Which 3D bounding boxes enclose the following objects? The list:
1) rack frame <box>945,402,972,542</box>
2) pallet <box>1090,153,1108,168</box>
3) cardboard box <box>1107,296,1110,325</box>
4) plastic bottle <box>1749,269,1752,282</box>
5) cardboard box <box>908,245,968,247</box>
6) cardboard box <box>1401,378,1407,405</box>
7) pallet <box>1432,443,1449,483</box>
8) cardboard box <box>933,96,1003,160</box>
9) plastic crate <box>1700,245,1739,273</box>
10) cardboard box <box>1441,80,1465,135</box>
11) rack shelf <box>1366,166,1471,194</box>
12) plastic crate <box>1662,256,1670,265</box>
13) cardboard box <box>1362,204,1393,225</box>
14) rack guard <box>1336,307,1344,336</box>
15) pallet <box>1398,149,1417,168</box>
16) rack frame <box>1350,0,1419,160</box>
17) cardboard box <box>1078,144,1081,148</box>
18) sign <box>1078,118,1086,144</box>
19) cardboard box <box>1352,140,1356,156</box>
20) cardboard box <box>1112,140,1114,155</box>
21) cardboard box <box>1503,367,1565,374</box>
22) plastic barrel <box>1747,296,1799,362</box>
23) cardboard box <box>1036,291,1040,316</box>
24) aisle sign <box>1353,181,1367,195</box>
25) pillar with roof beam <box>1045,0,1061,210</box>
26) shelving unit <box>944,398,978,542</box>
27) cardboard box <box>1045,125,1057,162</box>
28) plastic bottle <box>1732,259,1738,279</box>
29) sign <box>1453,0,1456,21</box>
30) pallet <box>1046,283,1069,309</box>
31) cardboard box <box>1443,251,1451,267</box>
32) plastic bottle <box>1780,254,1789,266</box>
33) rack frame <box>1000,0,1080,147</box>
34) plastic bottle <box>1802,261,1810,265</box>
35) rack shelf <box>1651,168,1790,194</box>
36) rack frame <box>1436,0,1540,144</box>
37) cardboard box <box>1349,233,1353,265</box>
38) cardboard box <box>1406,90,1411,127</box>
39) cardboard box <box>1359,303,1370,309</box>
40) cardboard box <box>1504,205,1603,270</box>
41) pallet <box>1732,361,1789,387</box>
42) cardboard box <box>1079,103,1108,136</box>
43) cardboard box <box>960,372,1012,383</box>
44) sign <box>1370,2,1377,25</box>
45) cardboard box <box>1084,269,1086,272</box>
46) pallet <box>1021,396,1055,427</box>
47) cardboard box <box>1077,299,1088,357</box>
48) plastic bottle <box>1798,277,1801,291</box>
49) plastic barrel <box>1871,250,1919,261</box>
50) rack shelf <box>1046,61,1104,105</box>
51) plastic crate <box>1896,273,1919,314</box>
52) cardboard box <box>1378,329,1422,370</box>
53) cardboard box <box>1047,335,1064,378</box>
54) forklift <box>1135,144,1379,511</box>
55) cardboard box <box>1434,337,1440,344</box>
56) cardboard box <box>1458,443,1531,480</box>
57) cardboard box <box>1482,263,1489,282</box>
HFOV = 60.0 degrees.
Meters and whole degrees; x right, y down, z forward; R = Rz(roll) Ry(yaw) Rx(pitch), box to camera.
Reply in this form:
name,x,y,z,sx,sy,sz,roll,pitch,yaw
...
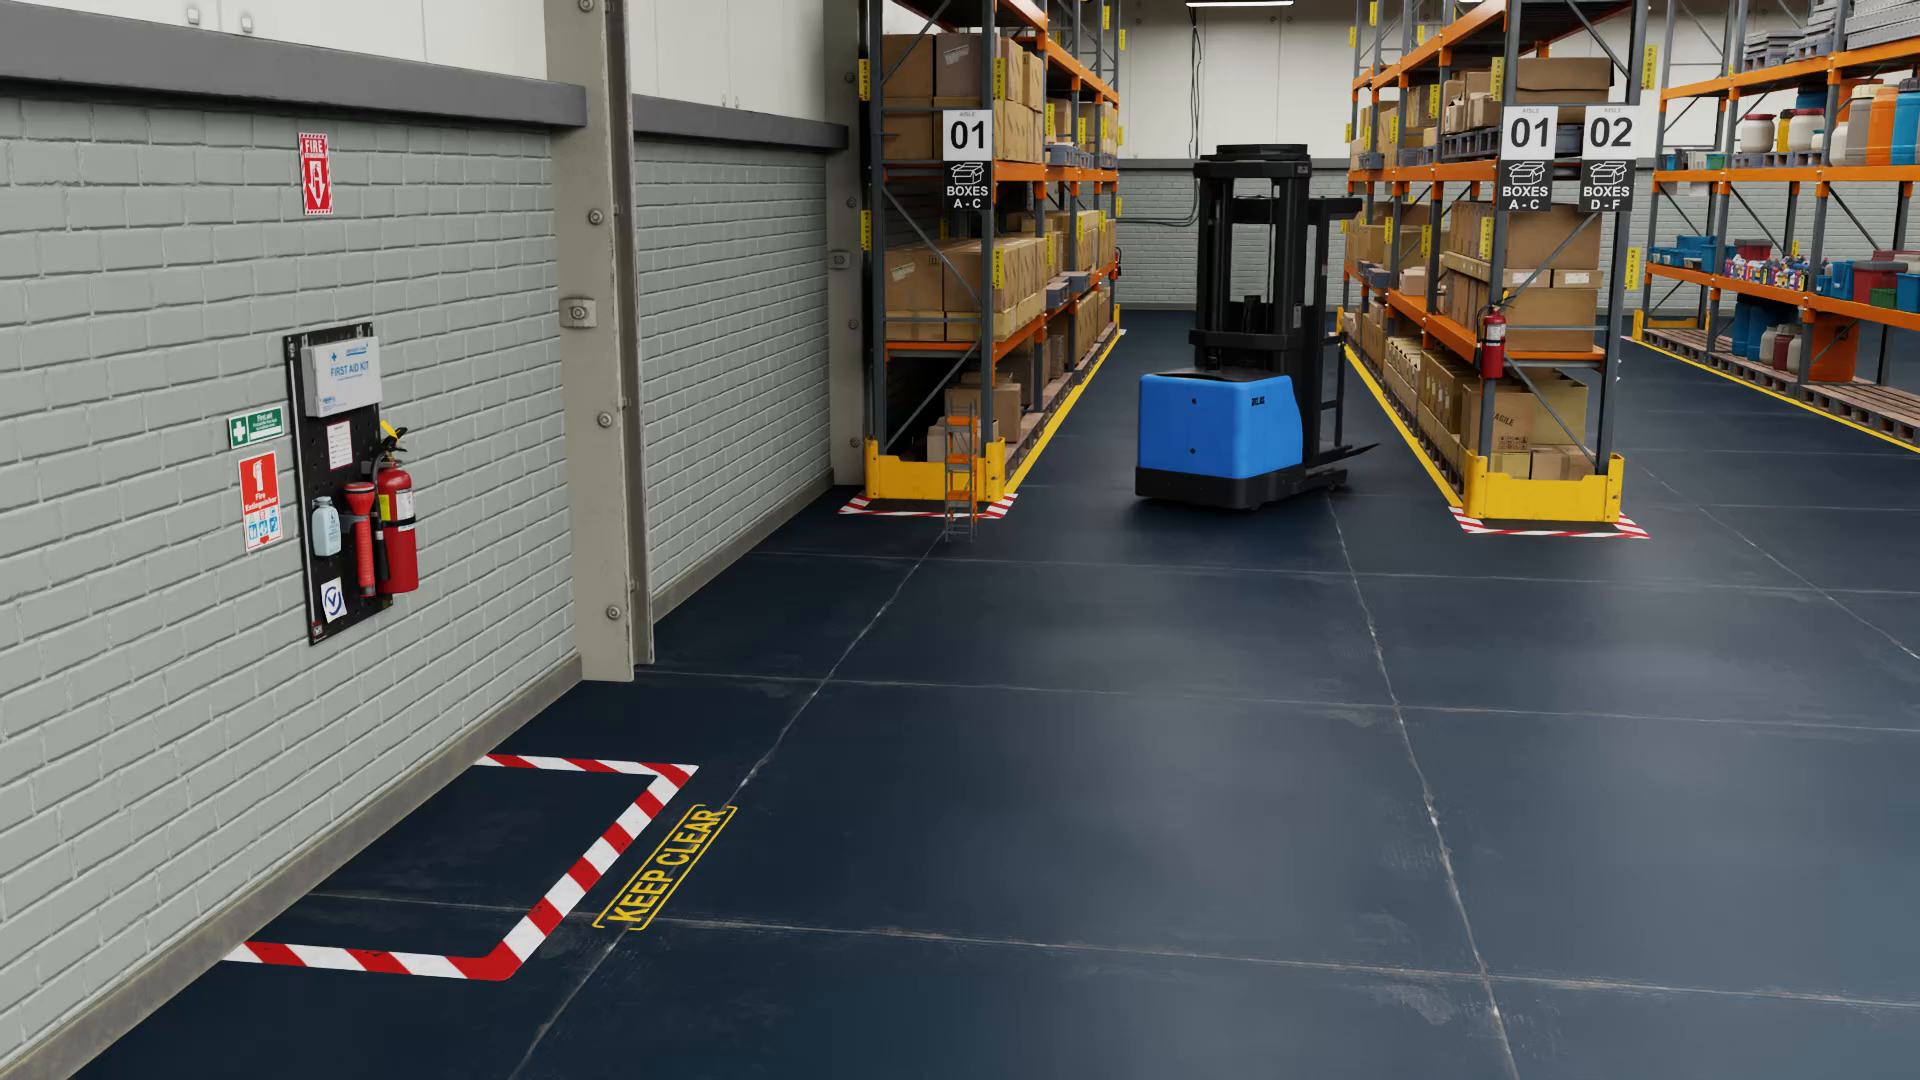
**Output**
name,x,y,z,sx,sy,sz,roll,pitch,yaw
rack frame,-0.011,-0.499,12.317,0.200,1.050,0.008,2,12,9
pallet,1.757,-5.915,25.912,1.003,0.211,1.213,2,12,9
cardboard box,2.227,-3.989,28.821,0.700,0.500,0.500,2,12,9
plastic bottle,10.775,-3.604,22.569,0.097,0.201,0.097,0,12,0
cardboard box,-0.200,-2.445,15.245,0.500,0.500,0.500,2,12,7
cardboard box,5.220,-1.666,18.633,0.500,0.250,0.500,2,12,10
pallet,4.936,-0.715,15.311,1.003,0.211,1.213,2,12,9
cardboard box,0.073,-3.411,13.795,0.500,0.500,0.500,2,12,10
plastic crate,11.144,-4.131,24.438,0.392,0.384,0.575,2,12,9
cardboard box,4.947,-4.190,16.129,0.500,0.500,0.500,3,13,13
rack shelf,6.208,-4.861,22.517,1.077,0.370,4.000,2,12,9
plastic crate,11.426,-4.488,26.684,0.250,0.136,0.298,2,12,9
cardboard box,6.338,-4.814,25.100,0.500,0.500,0.500,2,12,9
rack guard,7.119,-3.758,28.742,1.175,0.500,0.348,2,12,9
pallet,5.884,-4.560,19.860,1.213,0.211,1.003,2,12,11
rack frame,7.131,-7.928,27.920,1.000,3.000,0.127,2,12,9
cardboard box,1.355,-5.755,23.676,0.700,0.500,0.500,2,12,8
sign,1.541,-5.191,21.112,0.100,0.325,0.005,2,12,9
cardboard box,6.711,-6.430,27.260,0.500,0.250,0.500,2,12,9
cardboard box,2.306,-6.533,27.688,0.500,0.250,0.500,1,12,7
cardboard box,5.206,-1.309,15.197,0.500,0.500,0.500,2,12,9
plastic barrel,11.200,-2.921,22.910,0.600,0.901,0.708,2,12,9
cardboard box,0.532,-2.382,16.733,0.500,0.250,0.500,2,12,9
aisle sign,6.851,-6.290,28.388,0.394,0.787,0.004,2,12,9
pillar with roof beam,6.050,-8.538,30.752,9.100,9.000,0.400,2,12,9
shelving unit,0.008,-0.524,12.434,0.215,1.050,0.252,2,12,9
cardboard box,0.714,-4.749,19.999,0.797,0.503,0.637,4,13,17
plastic bottle,10.896,-3.803,23.327,0.097,0.271,0.097,0,12,0
sign,7.065,-7.613,23.864,0.100,0.325,0.005,2,12,9
pallet,0.651,-2.718,18.439,1.003,0.211,1.213,2,12,9
cardboard box,5.053,-2.814,16.652,0.380,0.149,0.250,2,12,9
plastic bottle,11.449,-3.780,23.030,0.144,0.351,0.185,2,12,9
rack frame,1.005,-6.422,20.934,1.000,3.000,0.127,2,12,9
plastic bottle,11.535,-3.667,22.684,0.152,0.276,0.135,2,12,9
rack shelf,11.717,-5.532,25.632,1.077,0.370,4.000,2,12,9
rack frame,5.285,-5.430,16.329,1.000,3.000,0.127,2,12,9
cardboard box,6.648,-4.748,27.169,0.500,0.500,0.500,2,12,8
cardboard box,6.131,-5.637,21.799,0.500,0.500,0.500,2,12,9
cardboard box,6.800,-3.549,26.721,0.797,0.503,0.637,2,12,9
cardboard box,4.763,-2.455,13.450,0.700,0.500,0.500,2,12,9
pallet,11.064,-2.224,22.313,1.003,0.211,1.213,2,12,9
cardboard box,2.007,-6.475,25.642,0.500,0.500,0.500,2,12,8
cardboard box,0.270,-1.433,16.911,0.500,0.500,0.500,1,12,4
sign,5.982,-7.612,24.049,0.100,0.325,0.005,2,12,9
cardboard box,1.609,-3.867,23.864,0.380,0.149,0.250,2,12,7
pallet,0.508,-1.456,18.748,1.003,0.211,1.213,2,12,9
cardboard box,1.389,-2.975,23.284,0.750,0.750,0.750,2,12,8
plastic bottle,10.471,-3.193,20.661,0.097,0.201,0.097,0,12,0
plastic barrel,11.022,-3.129,19.568,0.600,0.536,0.708,2,12,9
rack shelf,1.313,-6.292,22.984,1.077,0.370,4.000,2,12,9
plastic crate,10.041,-2.568,17.327,0.392,0.384,0.575,2,12,9
cardboard box,5.812,-2.525,21.981,0.500,0.500,0.500,2,12,11
cardboard box,0.946,-2.331,21.080,0.700,0.500,0.500,2,12,9
forklift,2.765,-1.923,14.460,1.130,2.935,3.031,9,15,37
cardboard box,6.063,-2.348,20.468,0.500,0.311,0.500,2,12,10
cardboard box,4.461,-0.647,13.905,0.500,0.250,0.500,2,12,9
cardboard box,4.660,-2.276,14.159,0.380,0.149,0.250,2,12,9
